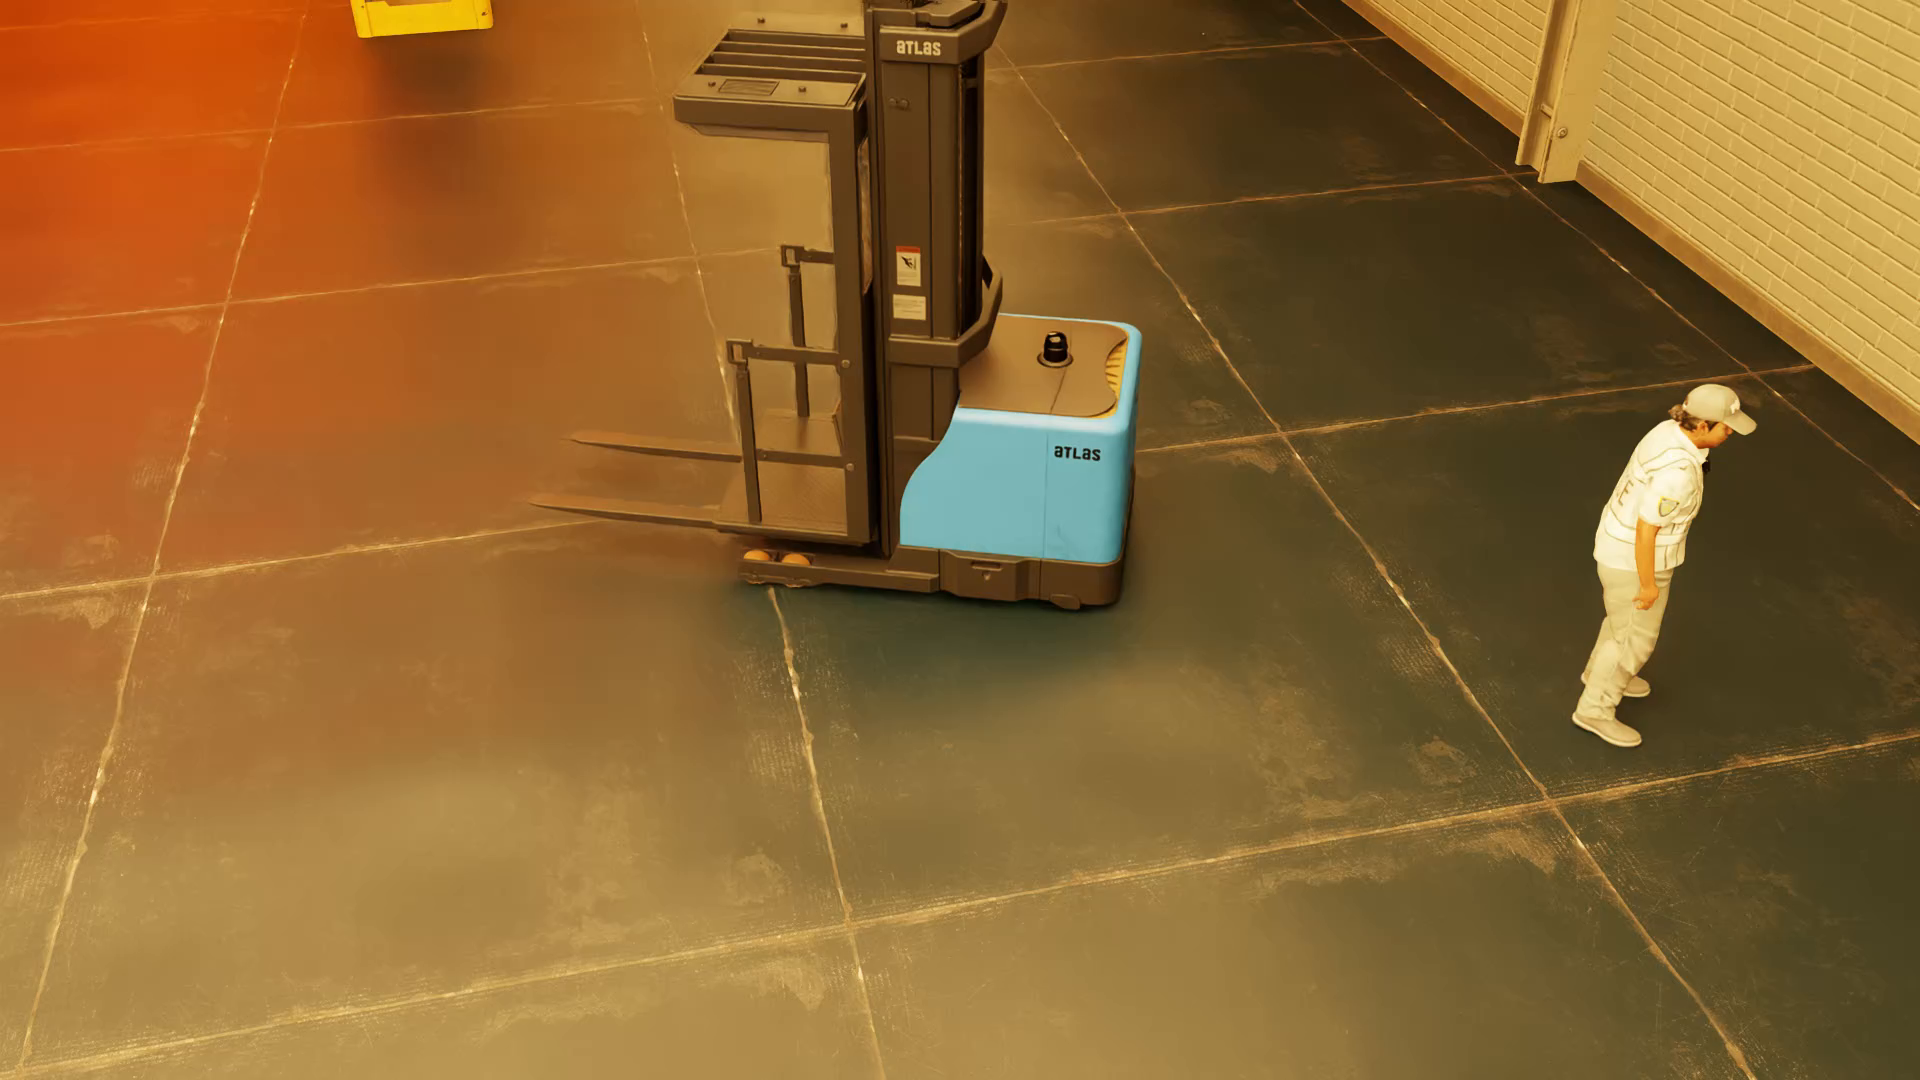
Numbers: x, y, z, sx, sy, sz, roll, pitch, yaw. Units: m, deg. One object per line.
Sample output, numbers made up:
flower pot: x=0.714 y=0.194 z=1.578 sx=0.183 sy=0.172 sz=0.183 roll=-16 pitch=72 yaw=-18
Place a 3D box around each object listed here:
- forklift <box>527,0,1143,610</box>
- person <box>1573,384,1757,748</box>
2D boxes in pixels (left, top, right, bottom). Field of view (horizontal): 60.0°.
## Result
forklift: x=-0.652 y=-1.252 z=7.790 sx=3.031 sy=2.935 sz=1.130 roll=5 pitch=36 yaw=7
person: x=2.930 y=0.075 z=7.034 sx=0.456 sy=1.666 sz=0.538 roll=14 pitch=38 yaw=19
